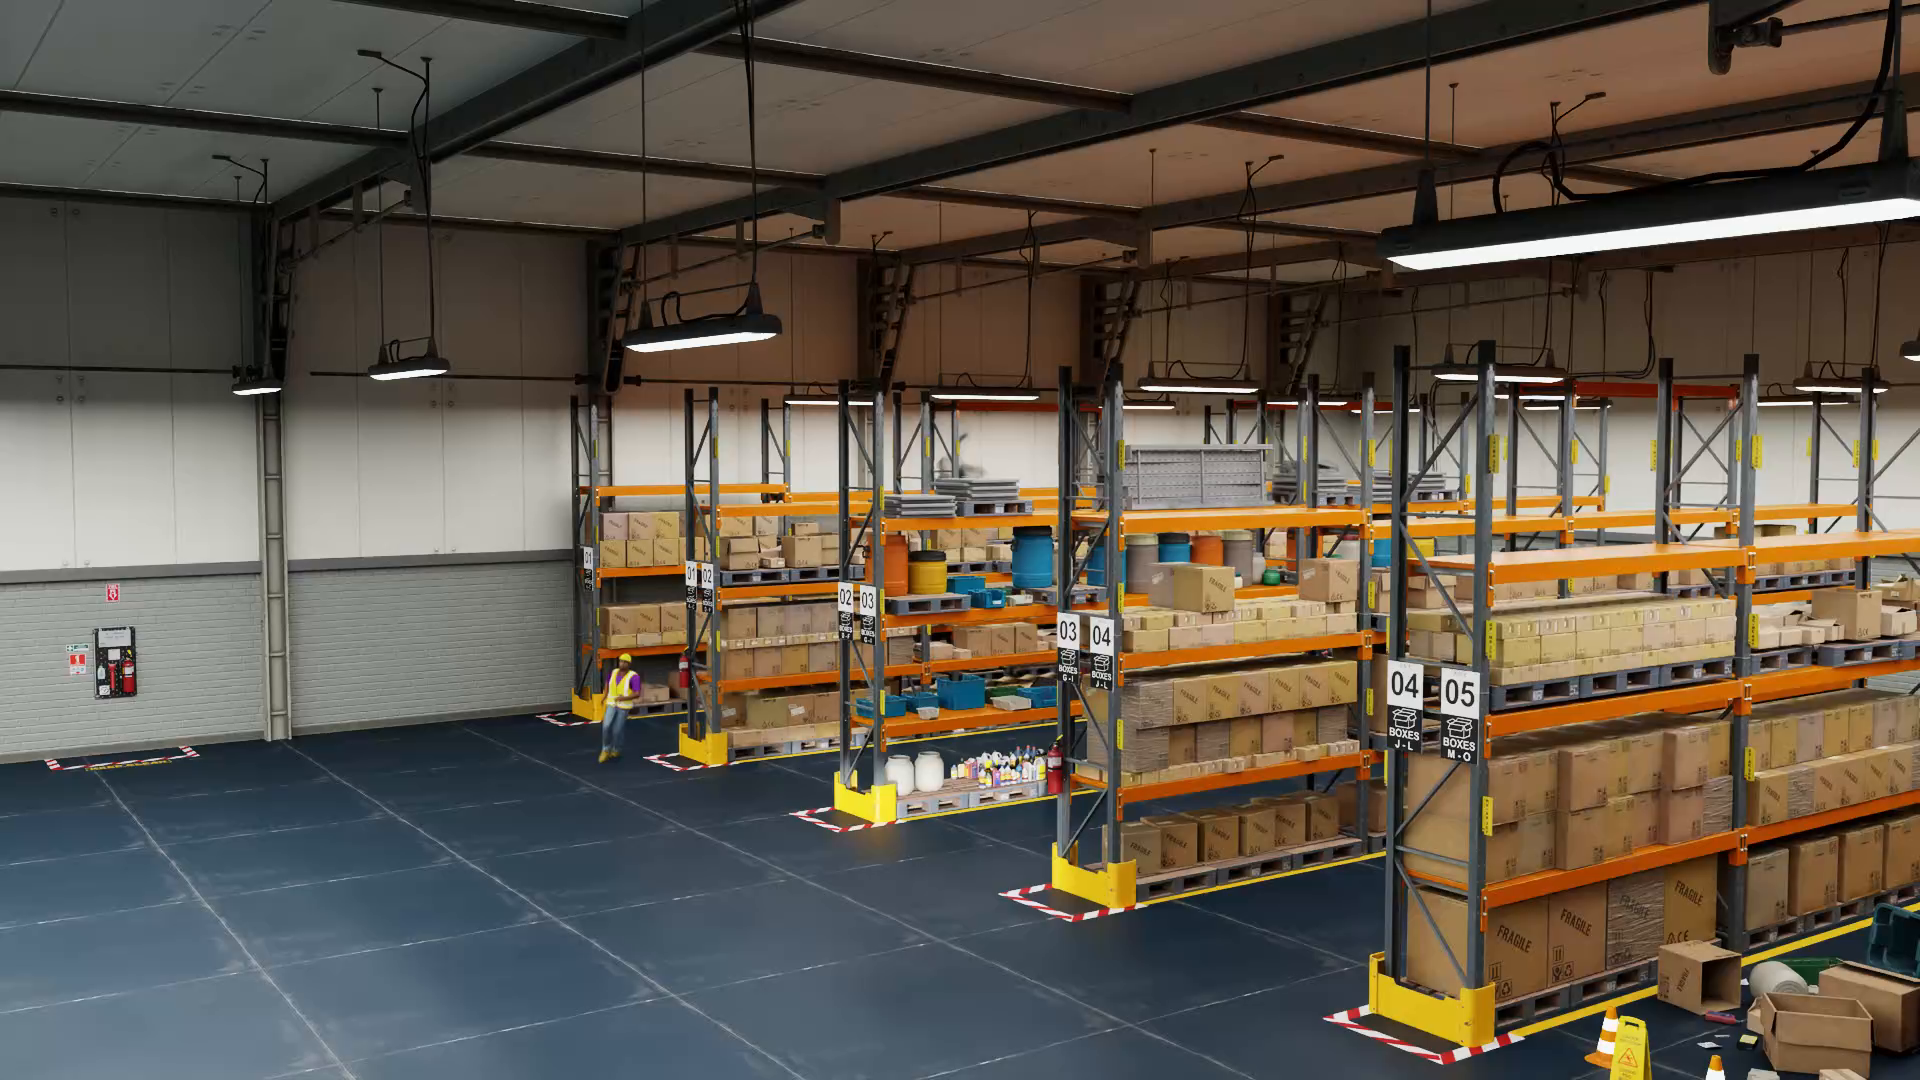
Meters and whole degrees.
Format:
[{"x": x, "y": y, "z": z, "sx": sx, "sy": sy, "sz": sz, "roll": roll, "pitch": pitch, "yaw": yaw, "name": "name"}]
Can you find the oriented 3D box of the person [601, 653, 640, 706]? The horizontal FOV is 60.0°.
[{"x": -5.468, "y": 2.262, "z": 26.694, "sx": 0.706, "sy": 0.888, "sz": 0.641, "roll": 0, "pitch": 3, "yaw": 7, "name": "person"}]
